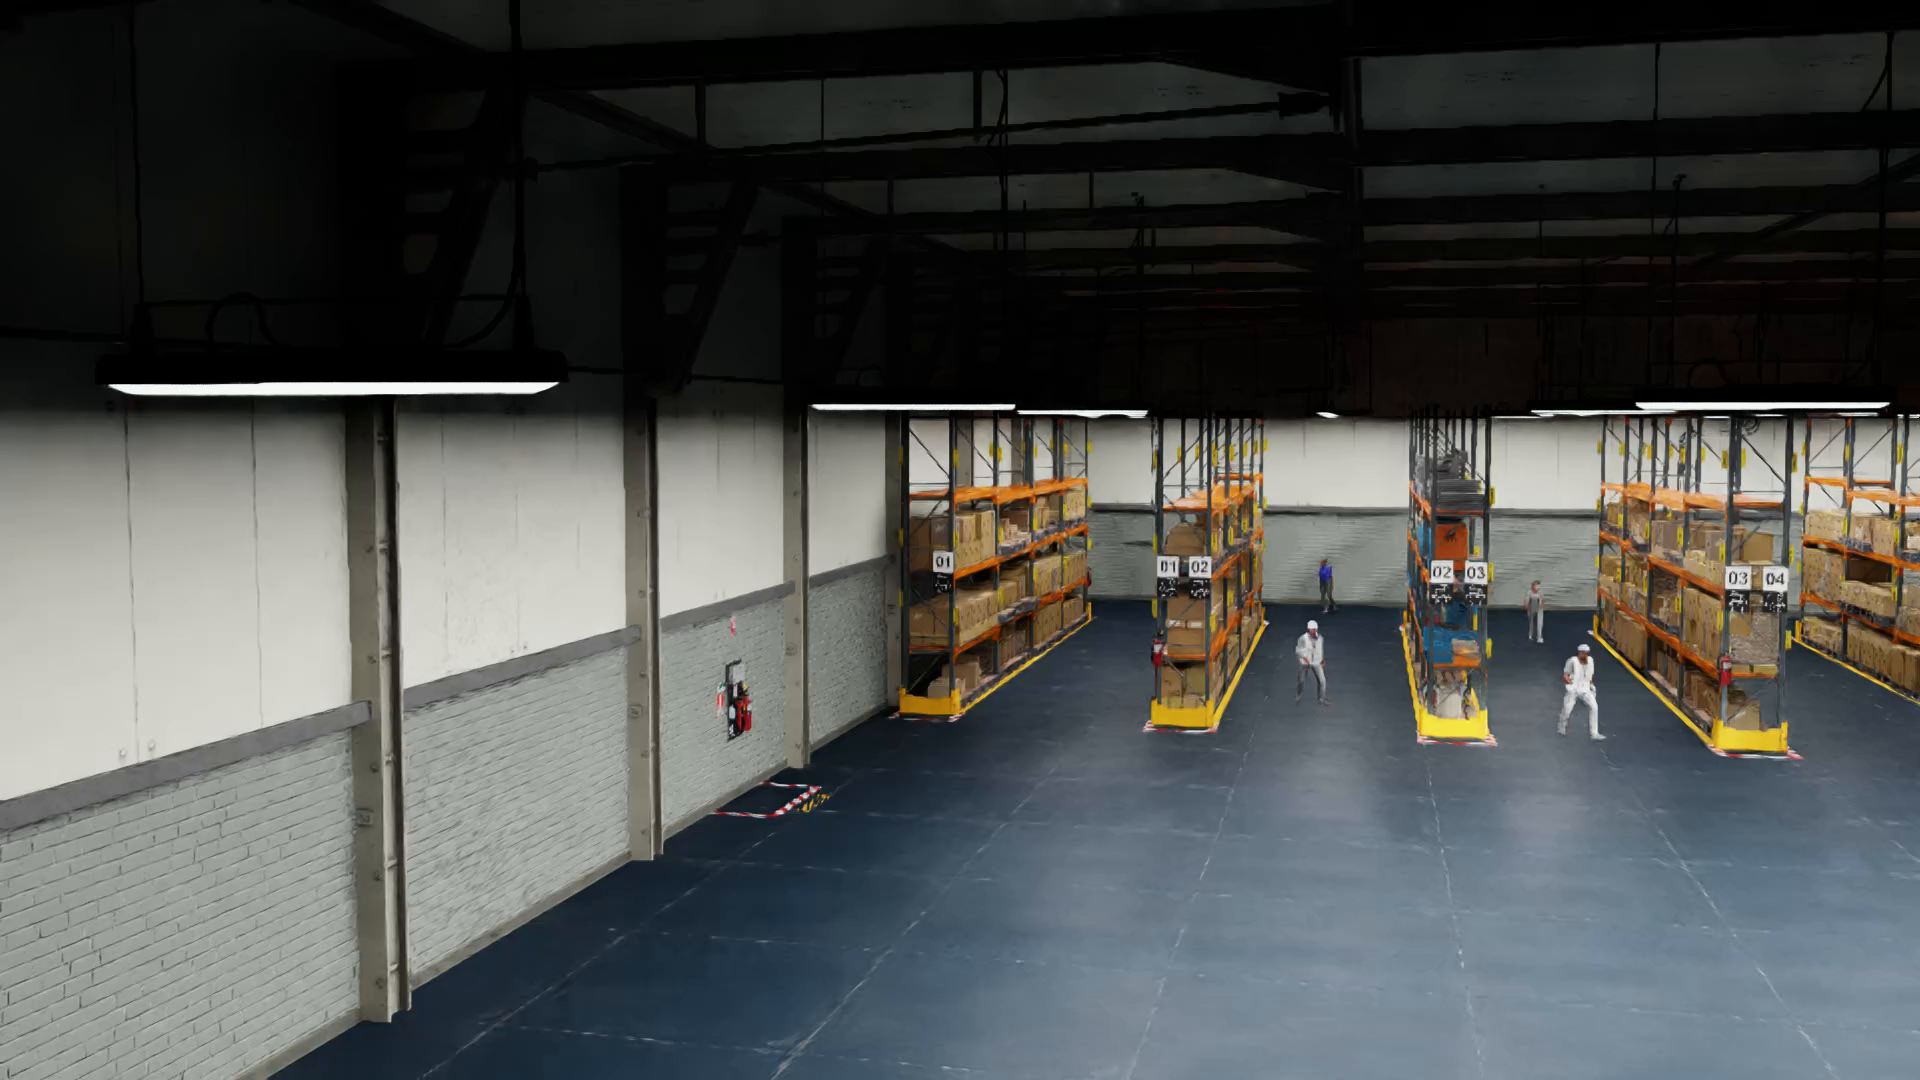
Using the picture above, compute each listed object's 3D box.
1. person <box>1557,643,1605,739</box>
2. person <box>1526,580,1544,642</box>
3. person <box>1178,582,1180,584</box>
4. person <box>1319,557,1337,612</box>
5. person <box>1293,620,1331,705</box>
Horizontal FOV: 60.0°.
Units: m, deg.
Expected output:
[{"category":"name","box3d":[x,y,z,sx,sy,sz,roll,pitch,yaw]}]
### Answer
[{"category":"person","box3d":[11.187,2.704,30.028,0.692,1.722,0.846,0,4,-3]},{"category":"person","box3d":[14.885,1.822,43.084,0.446,1.590,1.099,1,4,16]},{"category":"person","box3d":[6.397,1.443,48.440,0.626,1.591,0.493,-4,6,-44]},{"category":"person","box3d":[11.026,1.337,49.771,0.523,1.645,0.520,-3,5,-40]},{"category":"person","box3d":[7.079,2.456,33.559,0.683,1.713,0.837,0,4,-3]}]
